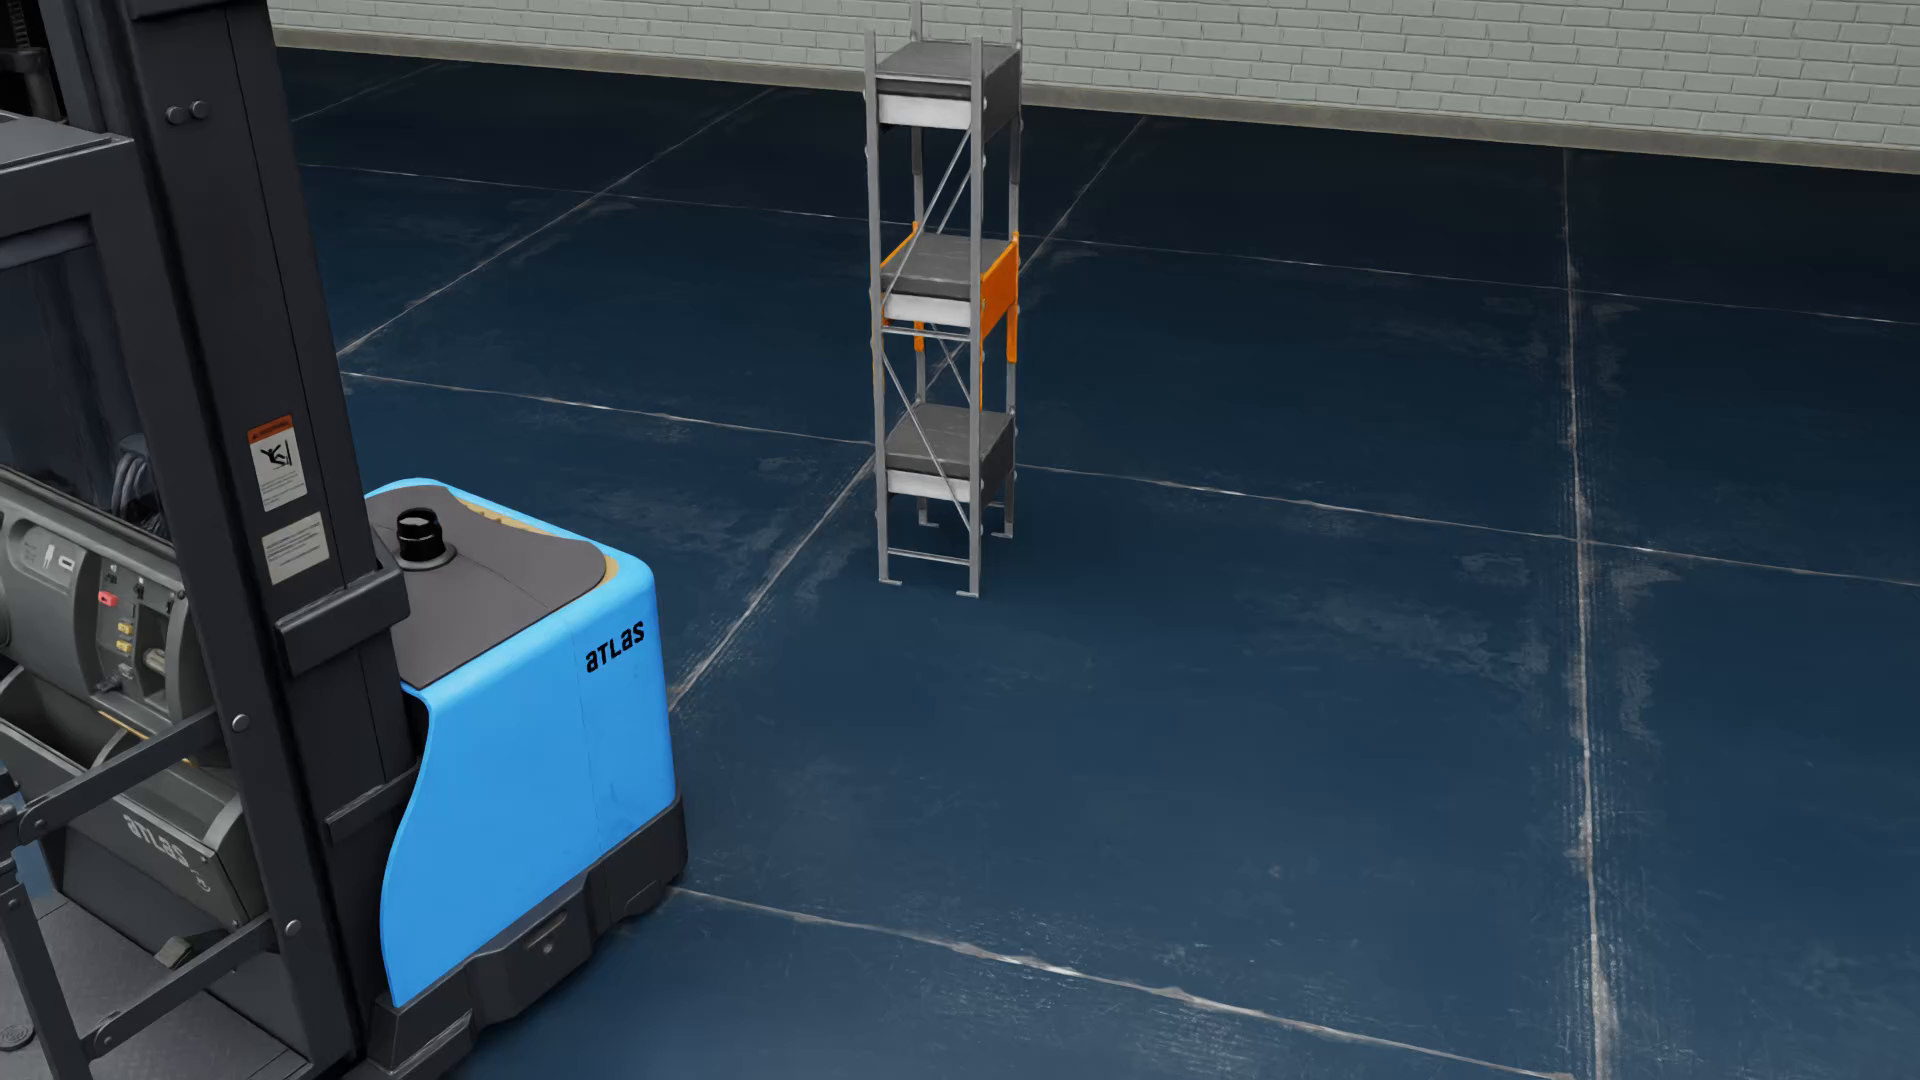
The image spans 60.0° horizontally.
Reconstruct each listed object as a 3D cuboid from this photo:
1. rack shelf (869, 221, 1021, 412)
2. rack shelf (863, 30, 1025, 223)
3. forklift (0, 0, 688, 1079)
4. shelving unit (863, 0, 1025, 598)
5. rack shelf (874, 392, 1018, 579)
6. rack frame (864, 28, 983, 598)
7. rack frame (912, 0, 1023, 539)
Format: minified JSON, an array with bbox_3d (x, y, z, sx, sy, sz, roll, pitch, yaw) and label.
[{"bbox_3d":[-0.049,-0.829,6.108,0.431,0.518,0.480,8,30,15],"label":"rack shelf"},{"bbox_3d":[-0.049,-1.440,5.768,0.431,0.518,0.480,8,30,15],"label":"rack shelf"},{"bbox_3d":[-2.049,0.176,3.418,1.130,2.935,3.031,18,34,30],"label":"forklift"},{"bbox_3d":[-0.049,-0.841,6.101,0.431,2.100,0.503,8,30,15],"label":"shelving unit"},{"bbox_3d":[-0.049,-0.217,6.448,0.431,0.518,0.480,8,30,15],"label":"rack shelf"},{"bbox_3d":[-0.120,-0.727,5.897,0.400,2.100,0.015,8,30,15],"label":"rack frame"},{"bbox_3d":[0.023,-0.954,6.305,0.400,2.100,0.015,8,30,15],"label":"rack frame"}]
